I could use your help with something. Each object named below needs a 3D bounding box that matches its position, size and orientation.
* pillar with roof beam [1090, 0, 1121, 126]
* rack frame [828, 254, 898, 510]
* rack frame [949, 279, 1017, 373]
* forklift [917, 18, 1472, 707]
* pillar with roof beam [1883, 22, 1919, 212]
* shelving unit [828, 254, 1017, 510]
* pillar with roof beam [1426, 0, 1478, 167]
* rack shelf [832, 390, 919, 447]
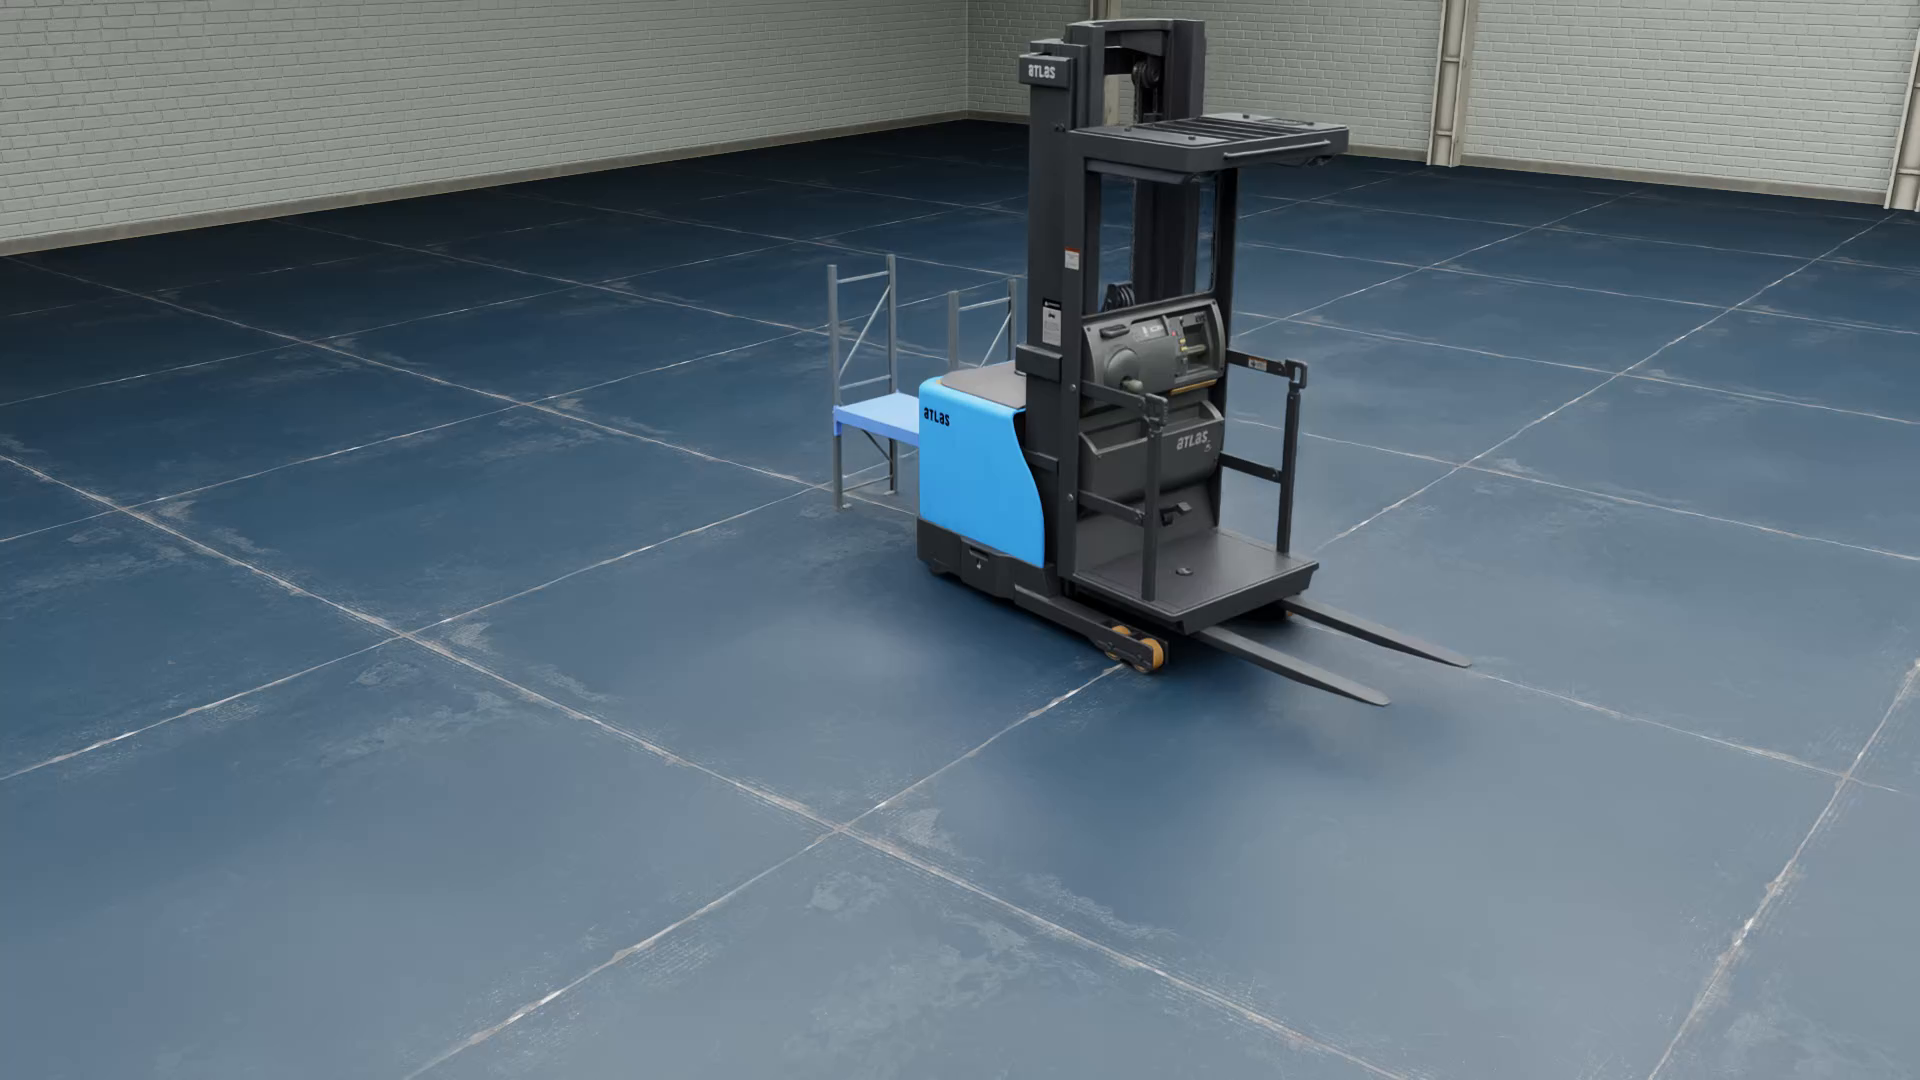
[{"bbox_3d":[-0.370,-9.804,22.912,0.400,9.000,9.100,16,26,36],"label":"pillar with roof beam"},{"bbox_3d":[-0.579,-0.949,10.060,0.500,1.500,0.032,-19,28,-41],"label":"rack frame"},{"bbox_3d":[0.130,-0.692,9.377,0.500,1.500,0.032,-19,28,-41],"label":"rack frame"},{"bbox_3d":[1.097,-0.934,7.991,1.130,2.935,3.031,-17,26,-37],"label":"forklift"},{"bbox_3d":[8.927,-7.126,15.812,0.400,9.000,9.100,16,26,36],"label":"pillar with roof beam"},{"bbox_3d":[-0.225,-0.821,9.719,0.538,1.500,1.048,-19,28,-41],"label":"shelving unit"},{"bbox_3d":[4.278,-8.465,19.362,0.400,9.000,9.100,16,26,36],"label":"pillar with roof beam"},{"bbox_3d":[-0.225,-0.652,9.782,0.538,0.185,1.000,-19,28,-41],"label":"rack shelf"}]
